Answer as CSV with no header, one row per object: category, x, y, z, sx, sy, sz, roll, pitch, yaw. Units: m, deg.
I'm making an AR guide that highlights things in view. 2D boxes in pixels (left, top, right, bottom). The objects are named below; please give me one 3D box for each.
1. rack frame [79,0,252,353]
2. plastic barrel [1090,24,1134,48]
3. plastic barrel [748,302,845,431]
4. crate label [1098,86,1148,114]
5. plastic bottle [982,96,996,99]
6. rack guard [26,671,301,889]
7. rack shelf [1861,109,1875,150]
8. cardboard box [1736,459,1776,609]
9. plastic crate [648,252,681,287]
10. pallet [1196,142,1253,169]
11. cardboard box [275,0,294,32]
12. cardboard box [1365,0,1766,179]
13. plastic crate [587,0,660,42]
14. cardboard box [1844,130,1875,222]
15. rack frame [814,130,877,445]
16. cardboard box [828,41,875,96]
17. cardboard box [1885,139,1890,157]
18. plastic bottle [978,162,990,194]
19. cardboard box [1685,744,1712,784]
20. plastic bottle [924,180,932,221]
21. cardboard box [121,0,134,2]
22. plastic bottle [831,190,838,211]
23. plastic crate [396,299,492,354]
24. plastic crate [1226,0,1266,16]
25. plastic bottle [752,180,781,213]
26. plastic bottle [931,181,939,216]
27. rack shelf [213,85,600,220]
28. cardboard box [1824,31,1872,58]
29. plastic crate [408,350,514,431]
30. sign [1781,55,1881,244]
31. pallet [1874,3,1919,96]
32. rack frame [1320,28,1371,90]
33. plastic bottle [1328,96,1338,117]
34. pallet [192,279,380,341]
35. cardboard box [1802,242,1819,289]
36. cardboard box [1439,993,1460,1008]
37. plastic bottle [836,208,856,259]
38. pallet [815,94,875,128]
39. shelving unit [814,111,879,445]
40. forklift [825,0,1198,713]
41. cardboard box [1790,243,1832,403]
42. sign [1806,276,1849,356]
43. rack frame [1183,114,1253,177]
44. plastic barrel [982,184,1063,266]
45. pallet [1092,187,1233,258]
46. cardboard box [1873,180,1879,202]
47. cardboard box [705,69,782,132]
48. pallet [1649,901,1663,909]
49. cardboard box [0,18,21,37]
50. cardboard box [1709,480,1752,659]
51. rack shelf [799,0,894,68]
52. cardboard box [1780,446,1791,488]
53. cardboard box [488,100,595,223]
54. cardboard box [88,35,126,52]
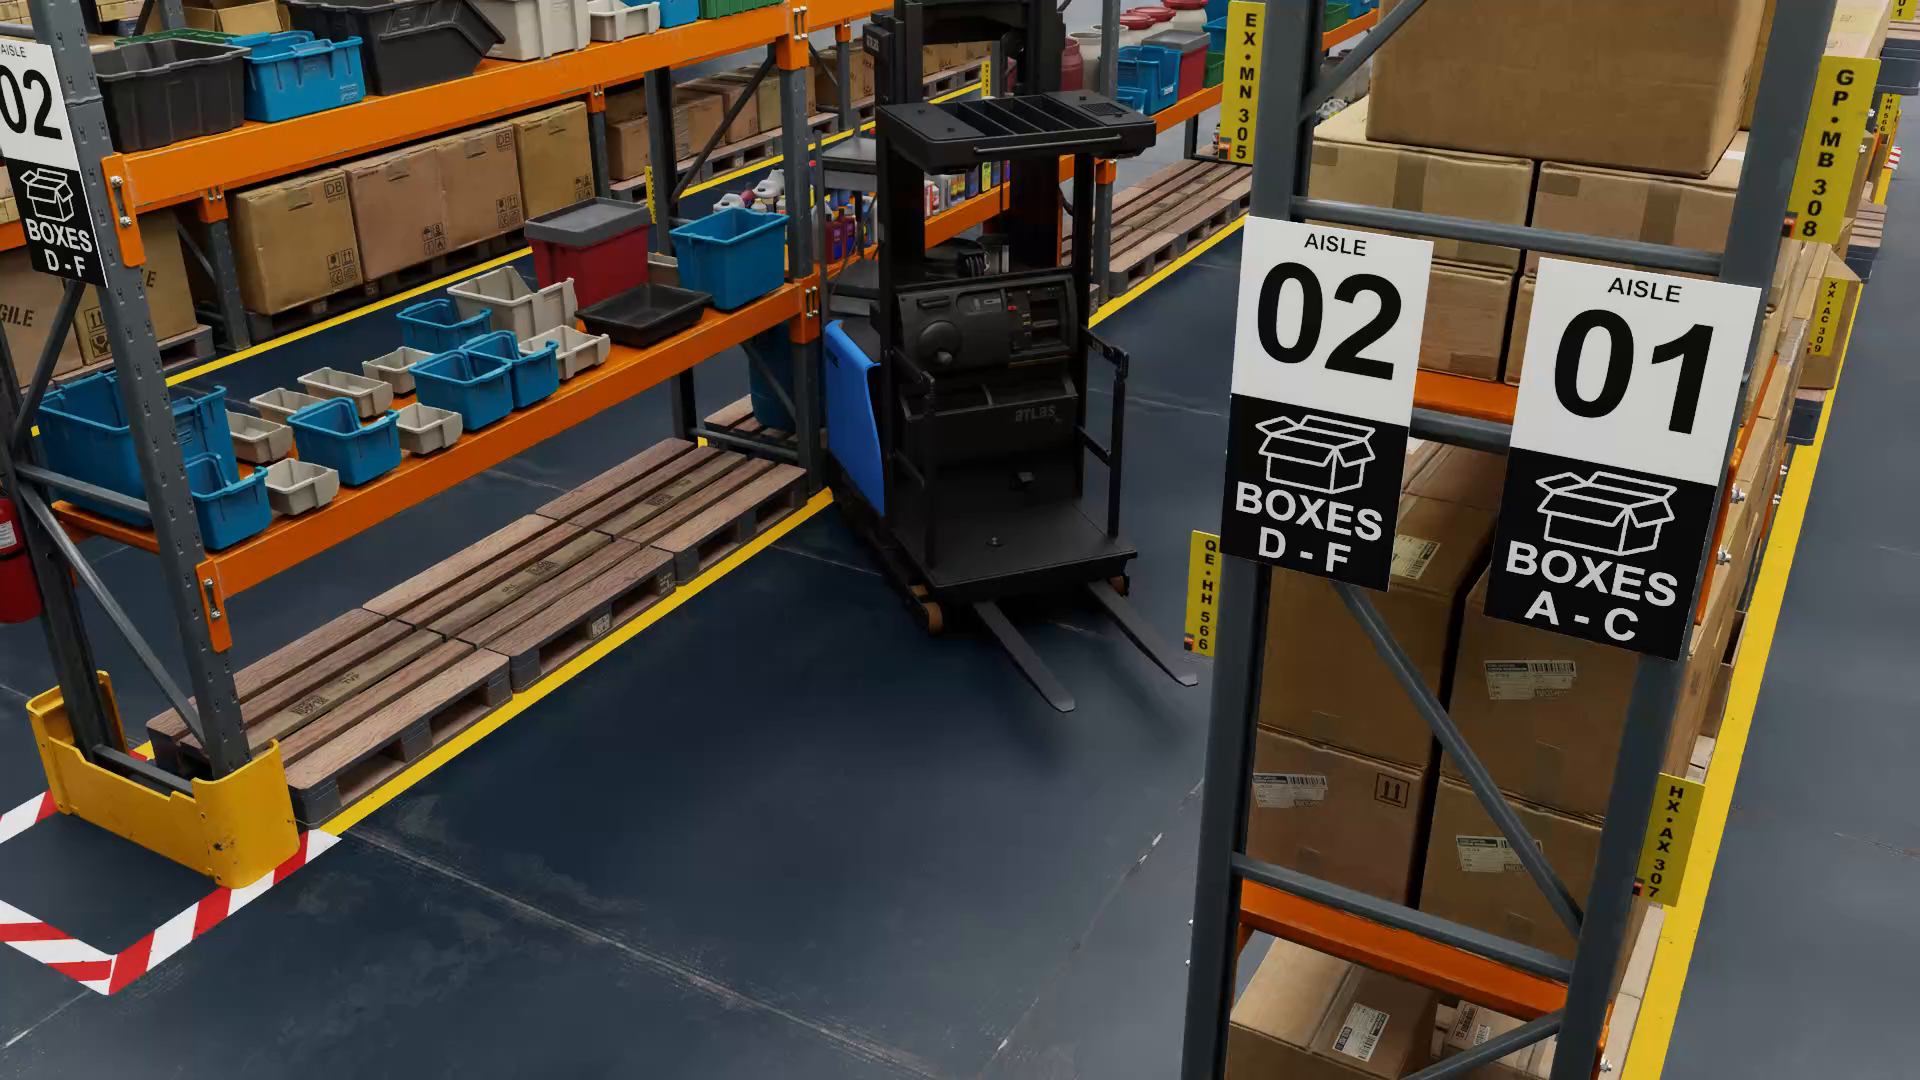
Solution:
rack frame,-5.589,-2.819,11.530,1.000,3.000,0.127,14,30,26
plastic barrel,1.219,-3.949,13.663,0.421,0.512,0.421,0,27,0
plastic barrel,-0.994,-1.186,10.143,0.600,0.901,0.708,14,30,26
crate label,1.225,-3.294,12.666,0.303,0.233,0.416,14,30,26
plastic bottle,0.197,-3.134,12.299,0.152,0.276,0.135,14,30,26
rack guard,-3.245,0.961,6.772,1.175,0.500,0.348,14,30,26
rack shelf,4.018,-2.435,8.216,1.077,0.370,4.000,14,30,26
cardboard box,2.509,-0.027,5.842,0.500,0.500,0.500,15,30,27
plastic crate,-1.630,-1.487,9.098,0.396,0.136,0.243,14,30,26
pallet,3.026,-3.852,16.708,1.003,0.211,1.213,14,30,26
cardboard box,-4.934,-3.828,12.313,0.797,0.503,0.637,15,30,27
cardboard box,1.305,-1.114,3.545,0.700,0.500,0.500,14,30,26
plastic crate,-1.571,-2.372,7.581,0.293,0.136,0.466,14,30,26
cardboard box,4.790,-2.157,9.627,0.700,0.500,0.500,5,27,9
rack frame,-0.588,-1.219,9.288,0.400,2.100,0.015,10,28,20
cardboard box,-1.146,-5.379,18.967,0.500,0.500,0.500,-22,34,-37
cardboard box,8.206,-3.744,15.144,0.500,0.500,0.500,14,30,26
plastic bottle,0.145,-2.414,10.852,0.061,0.283,0.133,14,30,26
cardboard box,2.632,0.946,6.521,0.500,0.311,0.500,14,30,26
plastic bottle,-0.262,-2.130,10.293,0.152,0.276,0.135,14,30,26
cardboard box,-7.993,-5.218,15.801,0.380,0.149,0.250,15,30,27
plastic bottle,-0.819,-2.214,10.466,0.097,0.271,0.097,0,27,0
plastic crate,-2.457,-0.978,7.973,0.416,0.233,0.300,14,30,26
plastic crate,2.687,-4.619,15.054,0.402,0.464,0.583,14,30,26
plastic bottle,-1.184,-2.040,10.113,0.152,0.276,0.135,14,30,26
plastic bottle,-0.181,-2.136,10.388,0.097,0.201,0.097,0,27,0
rack shelf,-4.605,-3.277,13.248,1.077,0.370,4.000,14,30,26
cardboard box,2.288,-1.301,4.757,0.500,0.250,0.500,14,30,26
plastic crate,-2.188,-0.658,7.334,0.416,0.233,0.300,14,30,26
sign,1.539,-0.690,2.950,0.100,0.325,0.005,14,30,26
pallet,3.416,-2.132,7.017,1.213,0.211,1.003,14,30,26
rack frame,4.627,-6.405,18.694,1.000,3.000,0.127,14,30,26
plastic bottle,3.811,-4.393,17.143,0.144,0.351,0.185,16,31,28
pallet,-5.275,-1.889,12.788,1.003,0.211,1.213,14,30,26
cardboard box,2.042,-0.883,4.479,0.500,0.250,0.500,14,30,26
cardboard box,1.613,1.326,5.831,0.500,0.250,0.500,14,30,26
plastic bottle,-0.659,-1.777,9.579,0.061,0.283,0.133,14,30,26
pallet,-1.354,-4.959,18.921,1.003,0.211,1.213,14,30,26
shelving unit,-0.496,-1.321,9.490,0.431,2.100,0.503,10,28,20
forklift,0.223,-1.047,8.068,1.130,2.935,3.031,-10,28,-18
cardboard box,3.011,-0.874,6.416,0.500,0.500,0.500,14,30,26
sign,3.510,-0.907,6.743,0.100,0.325,0.005,14,30,26
rack frame,2.659,-4.846,15.580,1.000,3.000,0.127,14,30,26
plastic barrel,0.465,-2.310,12.469,0.600,0.830,0.708,14,30,26
pallet,1.707,-2.807,14.622,1.003,0.211,1.213,14,30,26
cardboard box,7.712,-3.020,14.534,0.500,0.250,0.500,14,30,26
cardboard box,-2.225,-4.599,17.388,0.700,0.500,0.500,14,30,26
pallet,2.096,1.356,6.306,1.003,0.211,1.213,14,30,26
cardboard box,-8.625,-4.588,14.876,0.380,0.149,0.250,14,30,25
cardboard box,1.765,0.111,4.449,0.500,0.500,0.500,15,30,27
rack shelf,-0.293,-3.527,10.398,1.077,0.370,4.000,14,30,26
cardboard box,4.491,-0.656,9.511,0.500,0.500,0.500,13,29,24
cardboard box,-3.979,-3.351,14.498,1.225,0.875,0.875,13,29,24
cardboard box,-5.582,-2.982,10.854,0.500,0.500,0.500,15,30,28
